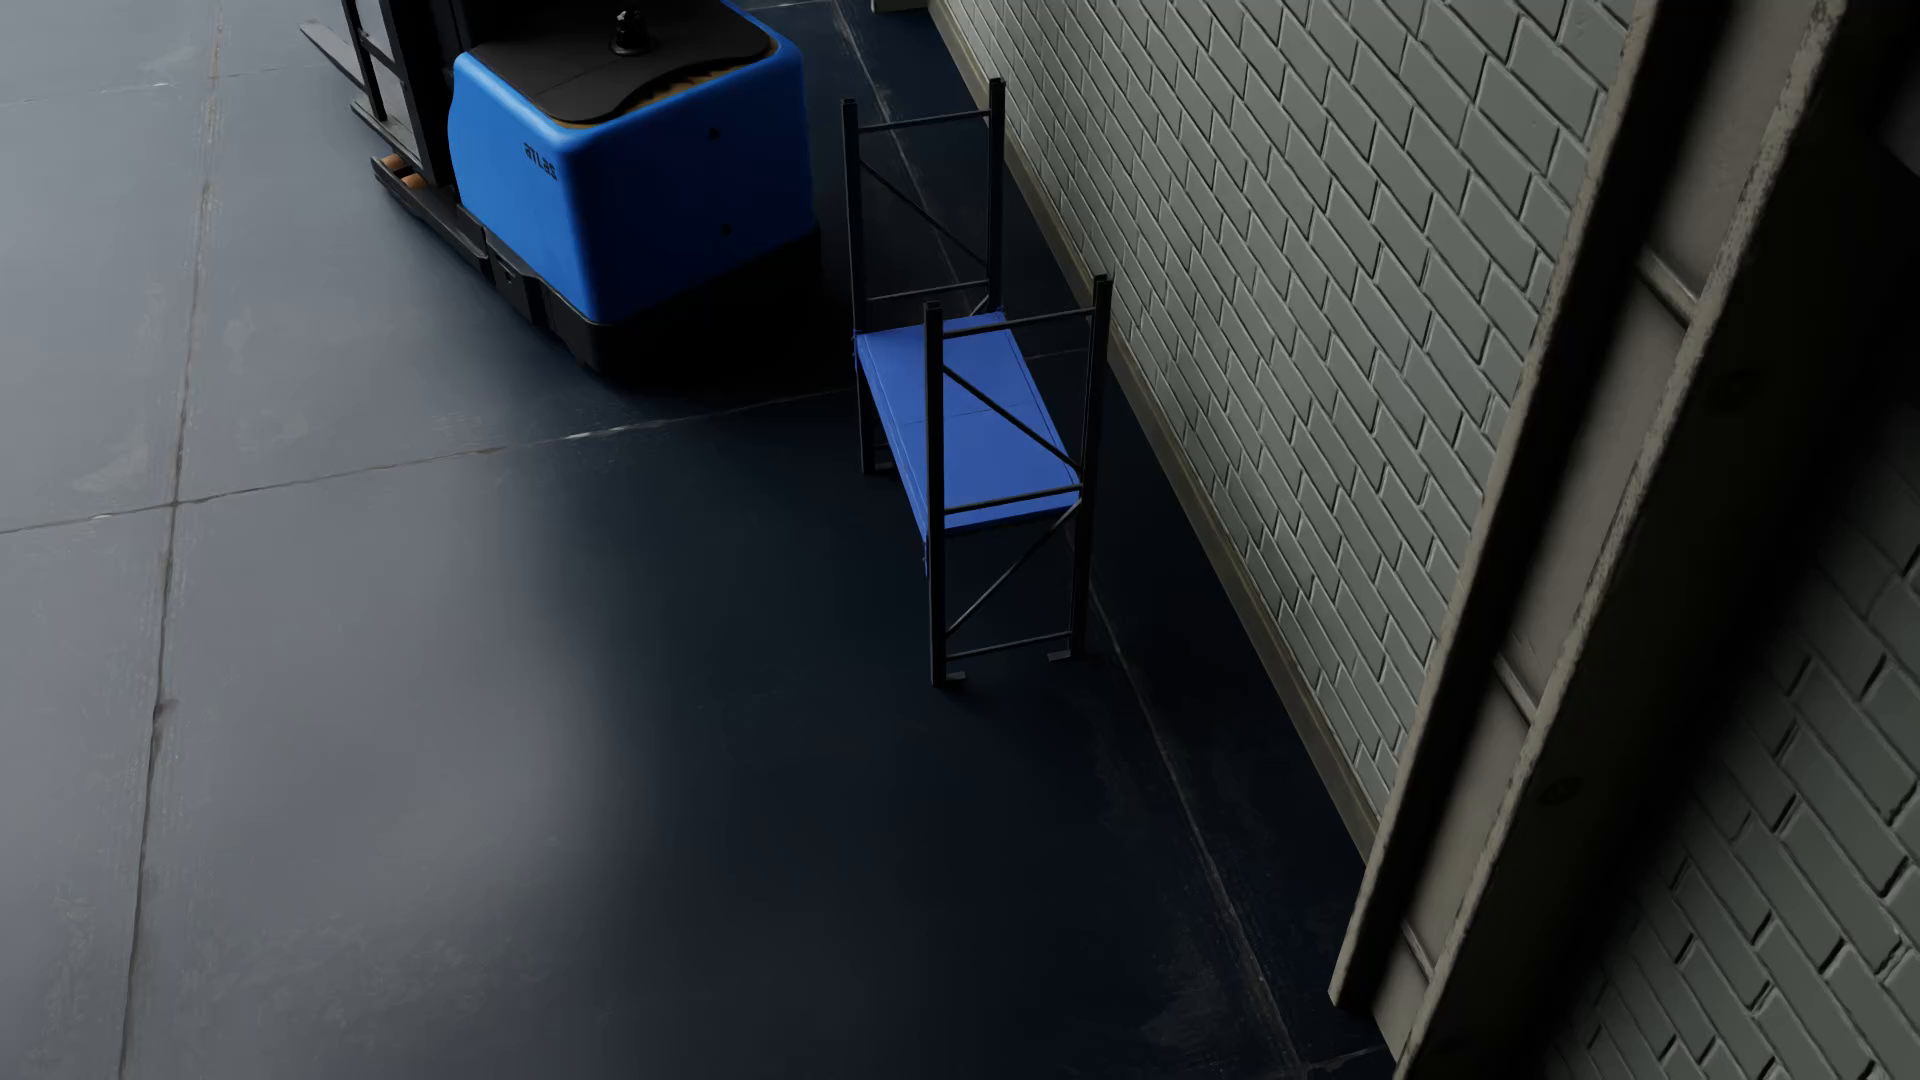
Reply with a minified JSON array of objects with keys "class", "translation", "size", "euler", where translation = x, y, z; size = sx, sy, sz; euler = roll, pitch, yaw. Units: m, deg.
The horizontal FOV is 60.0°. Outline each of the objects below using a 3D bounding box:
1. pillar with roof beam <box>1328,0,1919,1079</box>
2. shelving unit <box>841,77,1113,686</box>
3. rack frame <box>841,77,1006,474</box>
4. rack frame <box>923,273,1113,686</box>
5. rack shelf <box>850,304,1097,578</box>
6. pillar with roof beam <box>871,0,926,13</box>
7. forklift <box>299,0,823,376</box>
[{"class":"pillar with roof beam","translation":[-2.959,-1.026,0.455],"size":[9.100,9.000,0.400],"euler":[-11,47,-10]},{"class":"shelving unit","translation":[0.022,-0.466,5.157],"size":[0.538,1.500,1.048],"euler":[-11,47,-10]},{"class":"rack frame","translation":[-0.108,-0.817,5.501],"size":[0.500,1.500,0.032],"euler":[-11,47,-10]},{"class":"rack frame","translation":[0.152,-0.115,4.813],"size":[0.500,1.500,0.032],"euler":[-11,47,-10]},{"class":"rack shelf","translation":[0.022,-0.340,5.285],"size":[0.538,0.185,1.000],"euler":[-11,47,-10]},{"class":"pillar with roof beam","translation":[-4.495,-5.169,4.515],"size":[9.100,9.000,0.400],"euler":[-11,47,-10]},{"class":"forklift","translation":[-1.883,-2.629,6.274],"size":[1.130,2.935,3.031],"euler":[-31,53,-27]}]
